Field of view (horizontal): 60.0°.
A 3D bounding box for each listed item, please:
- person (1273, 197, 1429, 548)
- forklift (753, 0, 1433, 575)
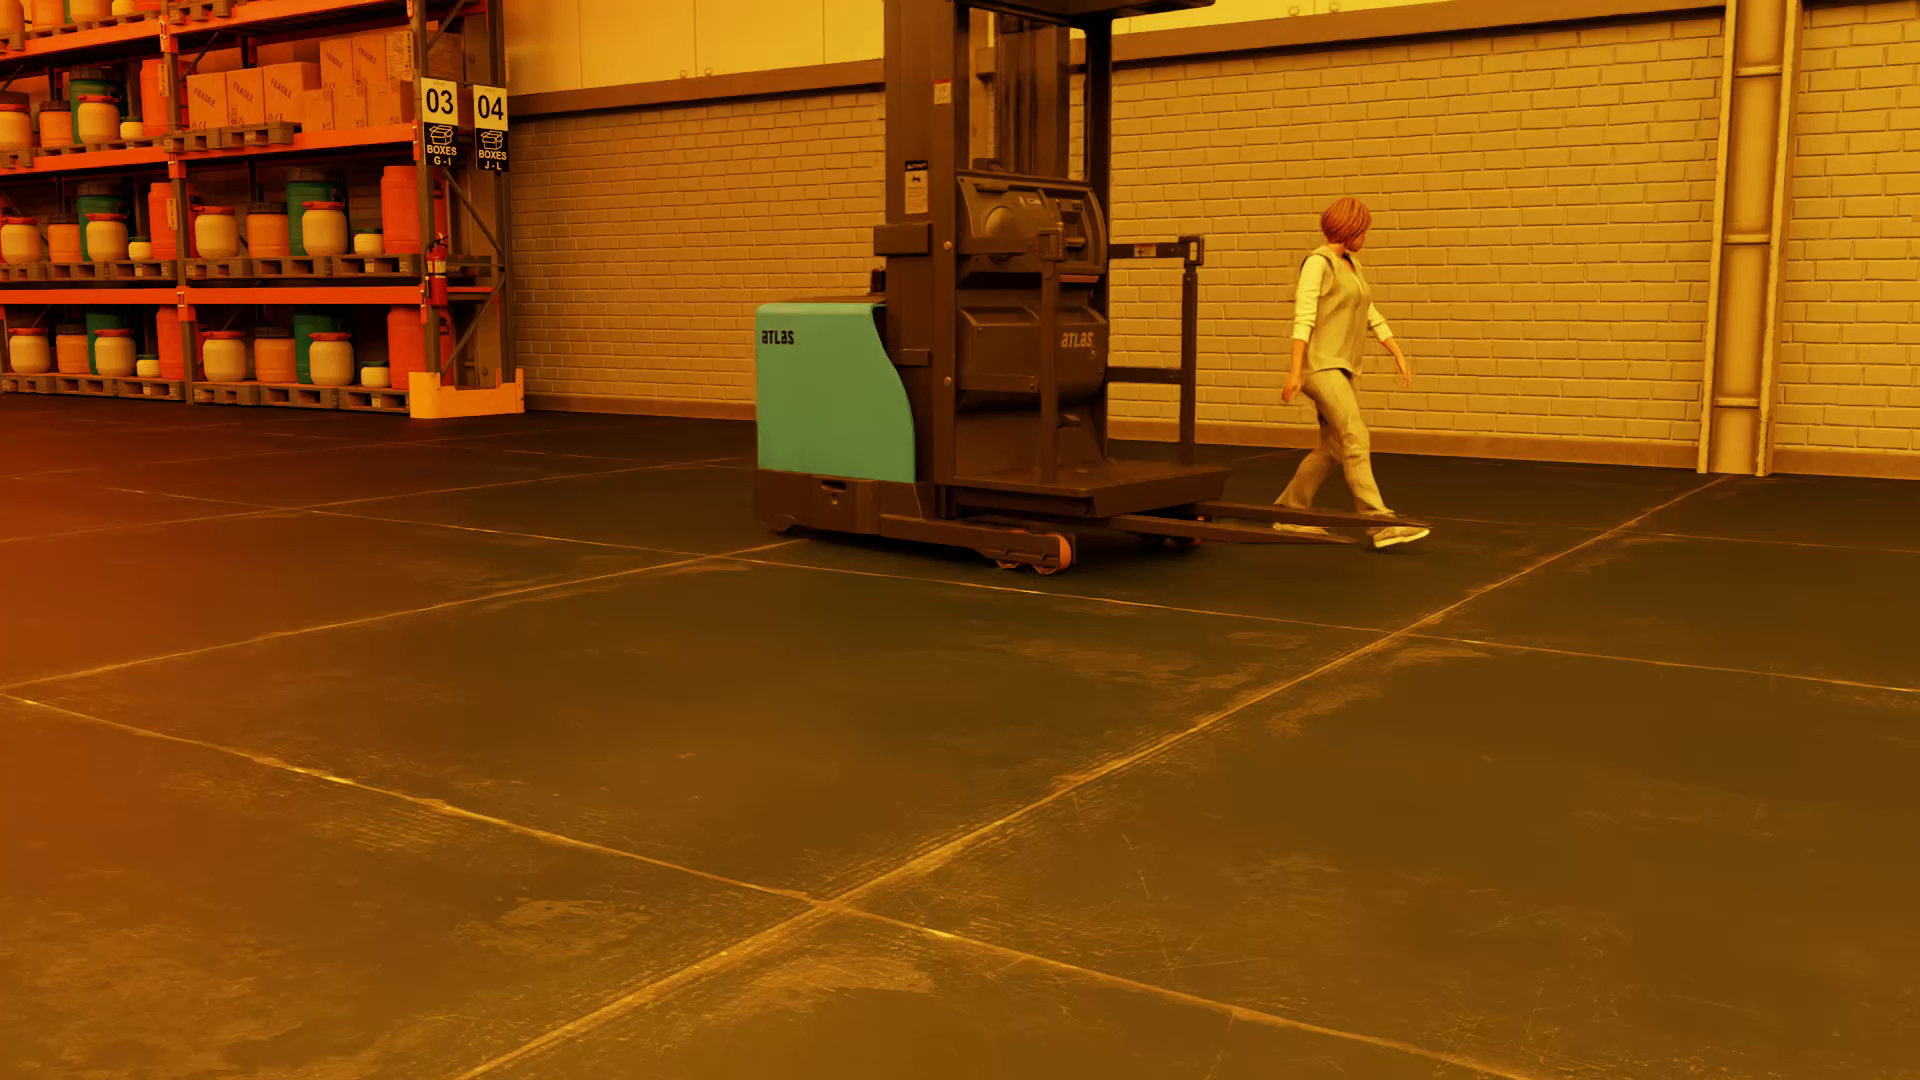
[{"bbox_3d":[1.726,-0.729,7.330,0.826,1.534,0.576,5,10,33],"label":"person"},{"bbox_3d":[0.478,-1.396,7.007,3.031,2.935,1.130,7,11,40],"label":"forklift"}]
